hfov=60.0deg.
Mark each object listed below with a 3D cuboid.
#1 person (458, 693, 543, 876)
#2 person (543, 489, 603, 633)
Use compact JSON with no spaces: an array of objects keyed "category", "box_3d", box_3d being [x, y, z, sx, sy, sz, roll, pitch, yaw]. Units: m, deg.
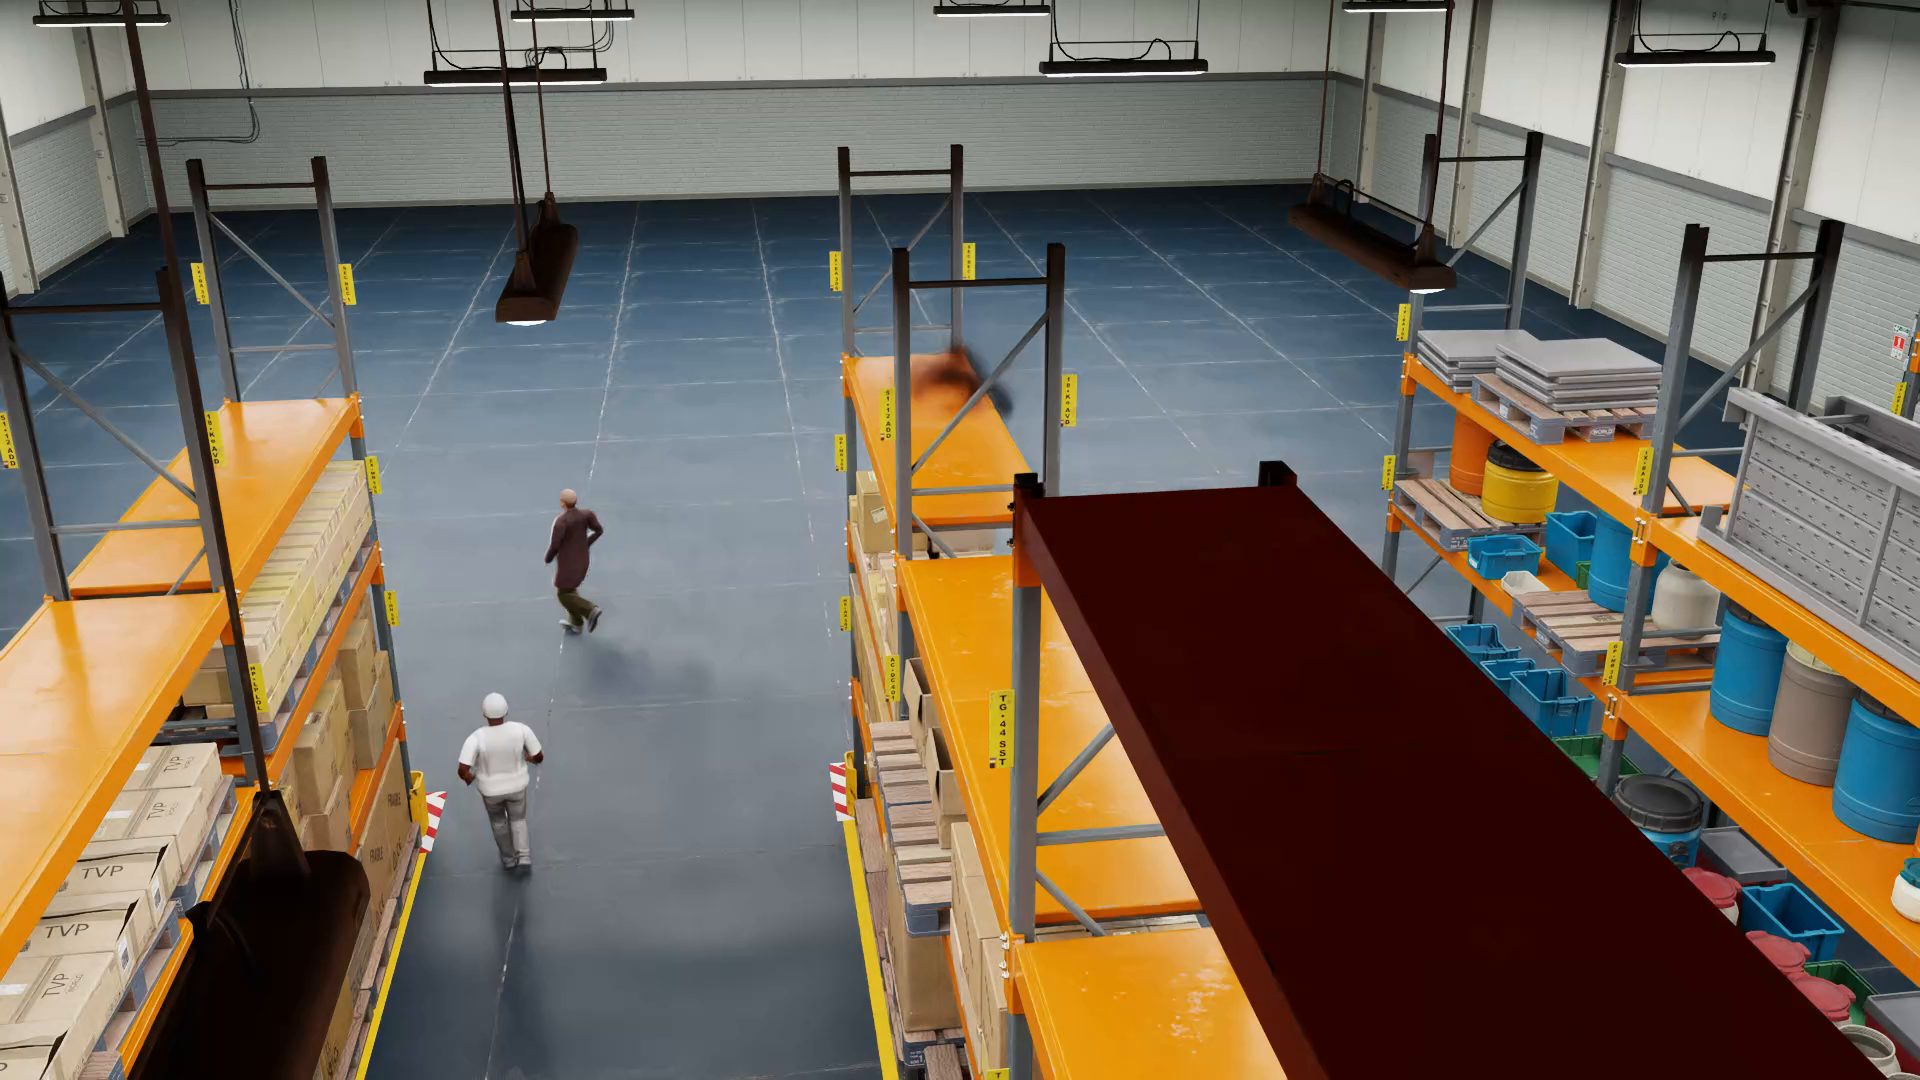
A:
[{"category":"person","box_3d":[-3.846,2.096,14.011,0.699,1.758,0.850,-8,23,-19]},{"category":"person","box_3d":[-4.293,0.256,18.630,0.774,1.734,0.752,13,25,30]}]
